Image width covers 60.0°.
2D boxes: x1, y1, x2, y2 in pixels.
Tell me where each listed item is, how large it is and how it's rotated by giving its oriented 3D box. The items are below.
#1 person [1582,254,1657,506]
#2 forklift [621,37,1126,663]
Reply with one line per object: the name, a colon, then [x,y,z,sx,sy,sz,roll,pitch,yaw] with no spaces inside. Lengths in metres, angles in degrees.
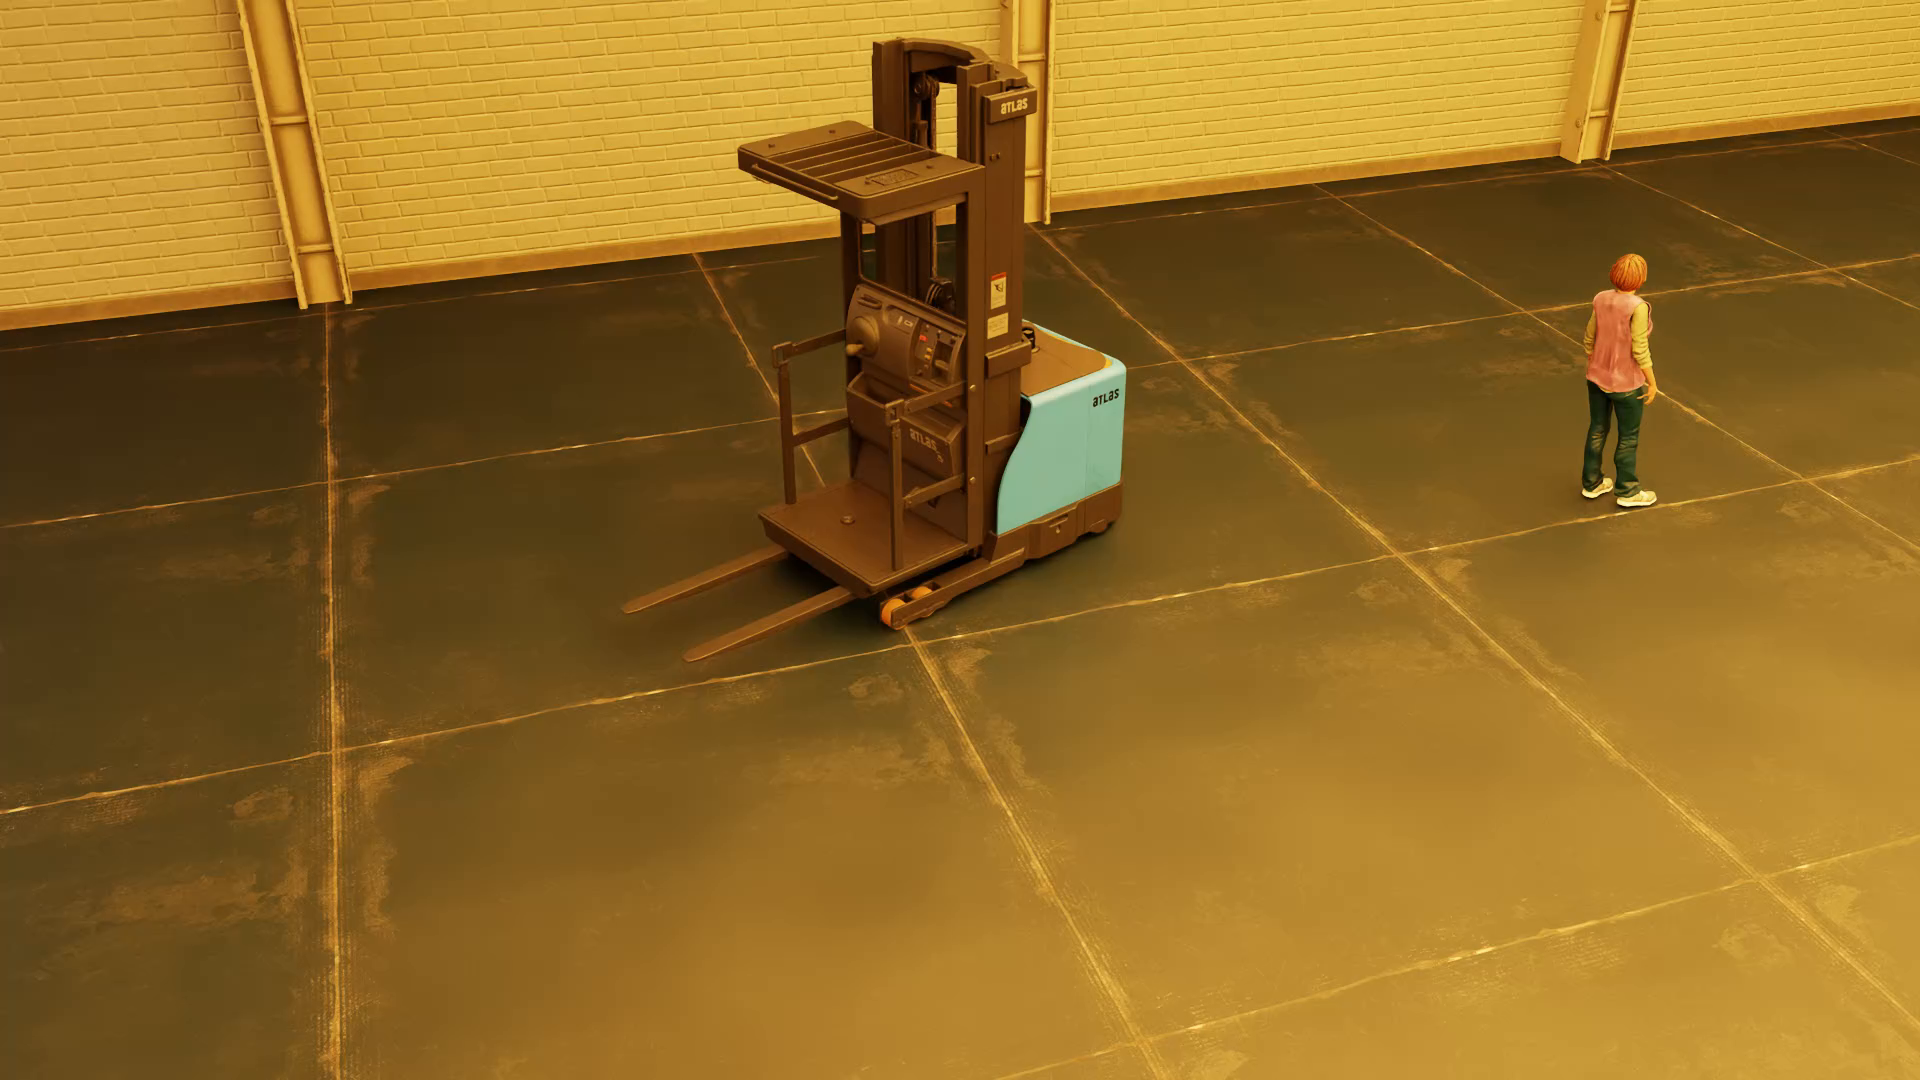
person: [4.048,-0.981,10.115,0.475,1.597,0.520,-15,33,-25]
forklift: [-0.461,-1.072,8.951,3.031,2.935,1.130,-23,37,-34]
